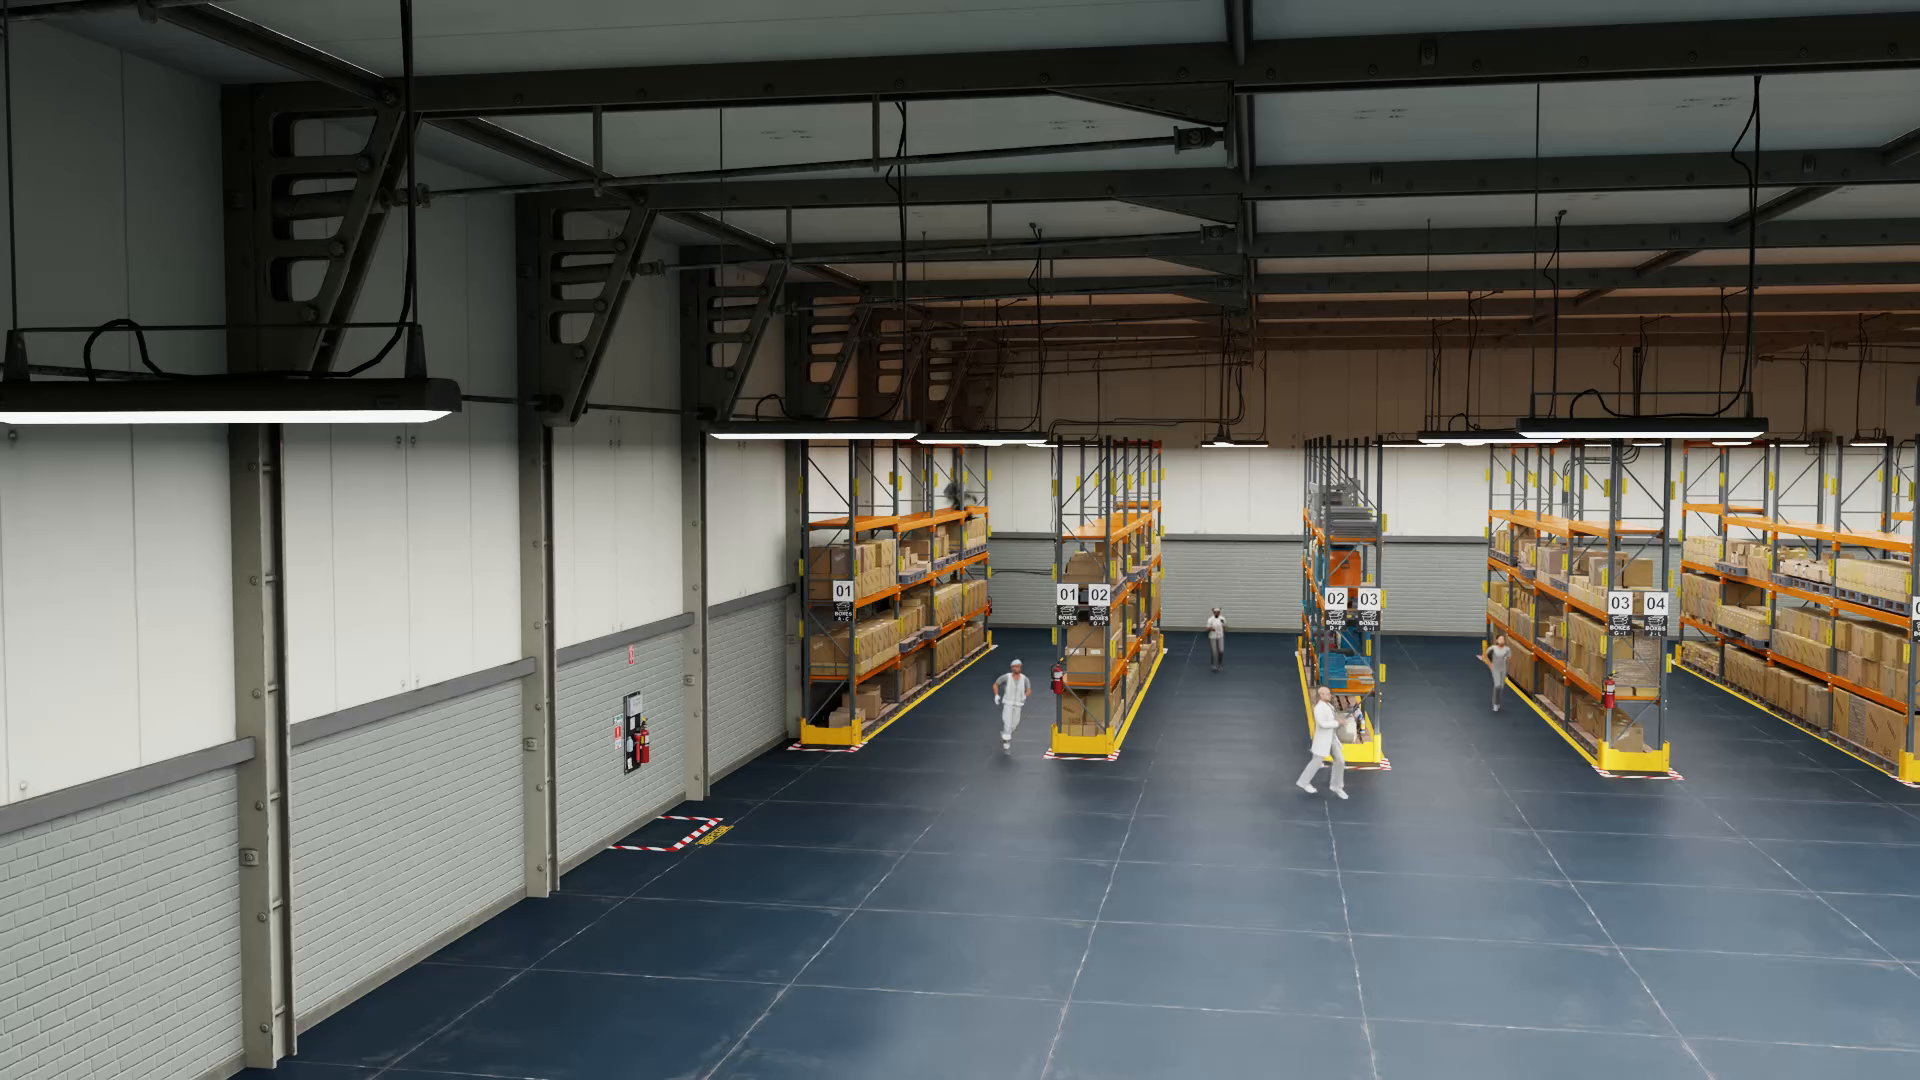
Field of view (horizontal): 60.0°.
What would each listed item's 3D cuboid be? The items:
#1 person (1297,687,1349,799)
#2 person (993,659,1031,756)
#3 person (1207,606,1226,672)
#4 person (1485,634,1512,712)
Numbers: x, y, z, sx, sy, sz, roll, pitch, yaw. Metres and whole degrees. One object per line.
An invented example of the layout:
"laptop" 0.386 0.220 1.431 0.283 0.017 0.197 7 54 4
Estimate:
"person" 5.999 3.343 27.465 0.866 1.846 0.677 2 4 36
"person" 0.996 3.146 31.558 0.723 1.767 0.892 -1 3 -14
"person" 6.645 2.570 43.026 0.531 1.733 0.738 0 3 2
"person" 11.857 2.918 36.569 0.542 1.708 0.728 0 3 0
